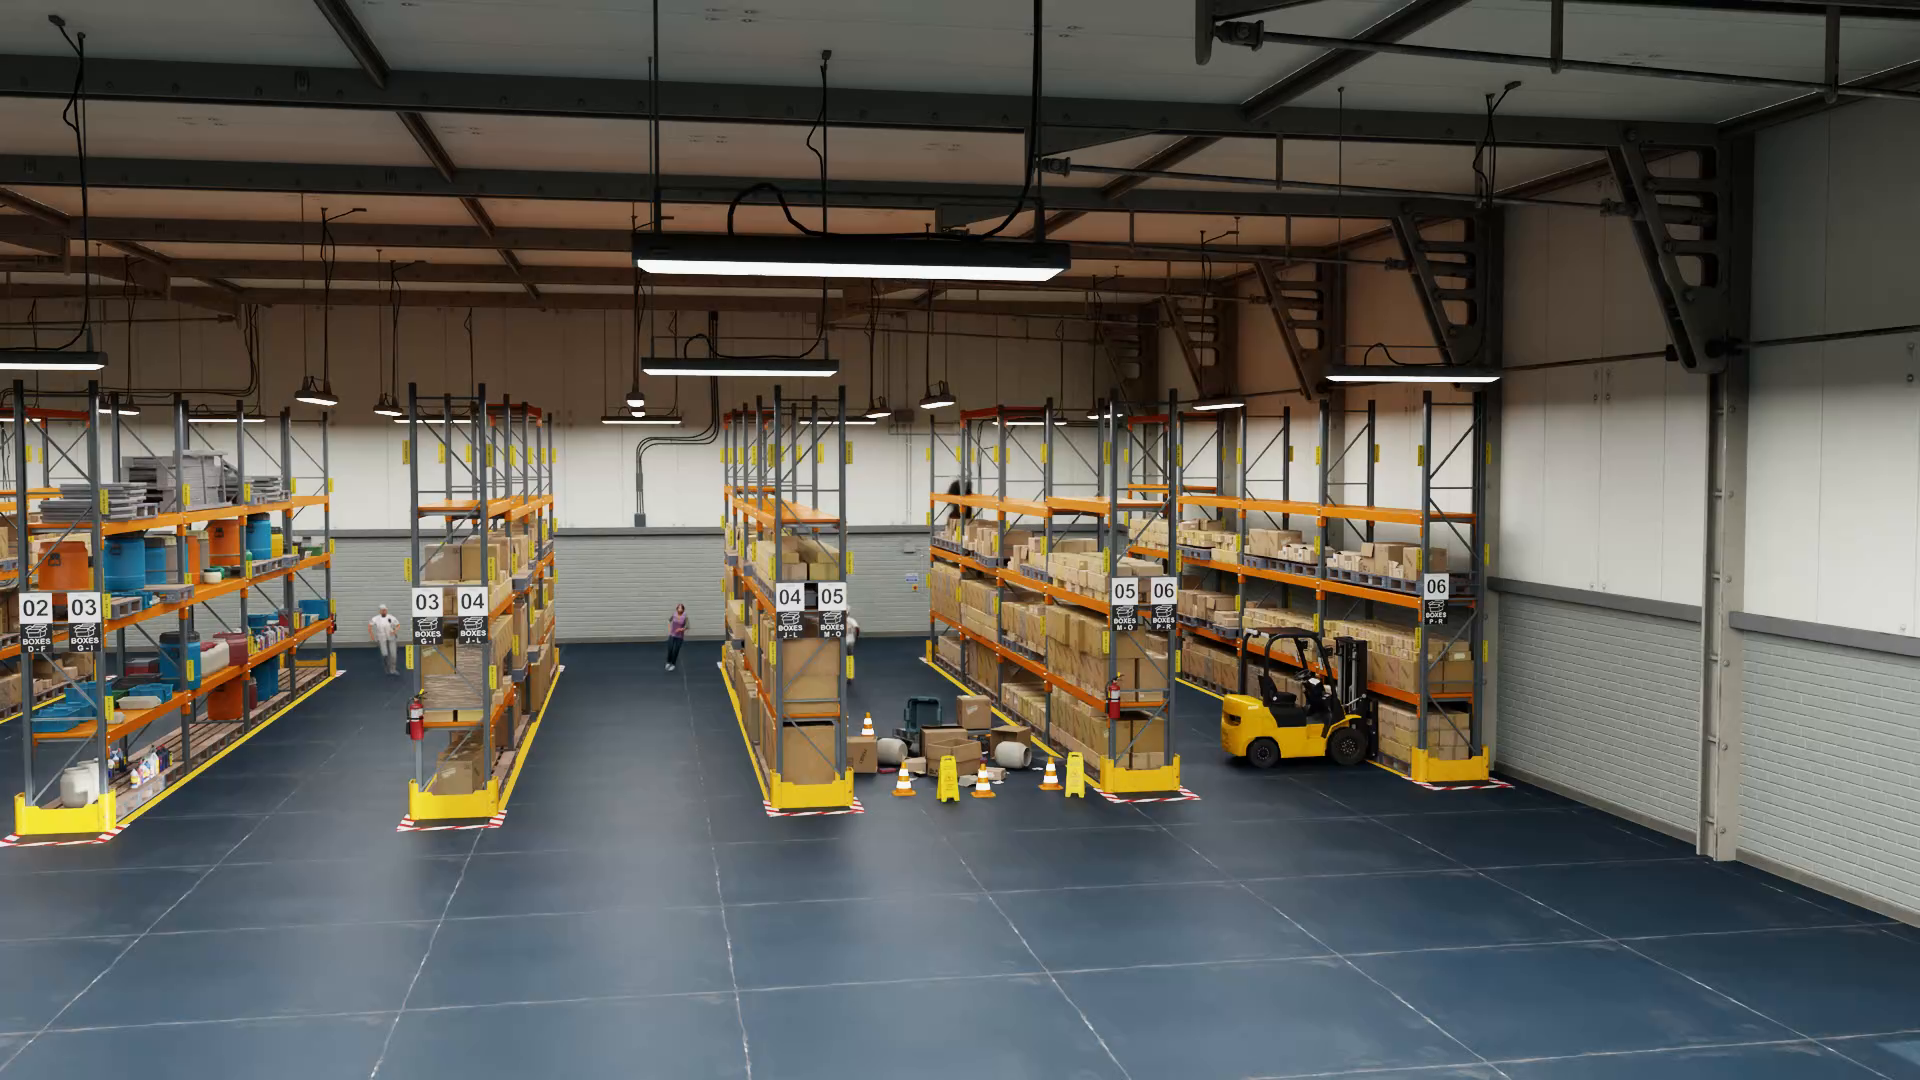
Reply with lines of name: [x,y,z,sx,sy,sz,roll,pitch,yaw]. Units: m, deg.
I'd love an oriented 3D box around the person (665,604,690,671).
person: [-6.573,2.304,38.695,0.569,1.464,0.602,0,3,-6]

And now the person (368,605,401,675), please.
person: [-13.084,2.279,37.849,0.696,1.601,0.604,-1,3,-26]

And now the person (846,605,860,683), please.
person: [-2.489,2.295,36.356,0.547,1.749,0.756,-1,3,-10]
